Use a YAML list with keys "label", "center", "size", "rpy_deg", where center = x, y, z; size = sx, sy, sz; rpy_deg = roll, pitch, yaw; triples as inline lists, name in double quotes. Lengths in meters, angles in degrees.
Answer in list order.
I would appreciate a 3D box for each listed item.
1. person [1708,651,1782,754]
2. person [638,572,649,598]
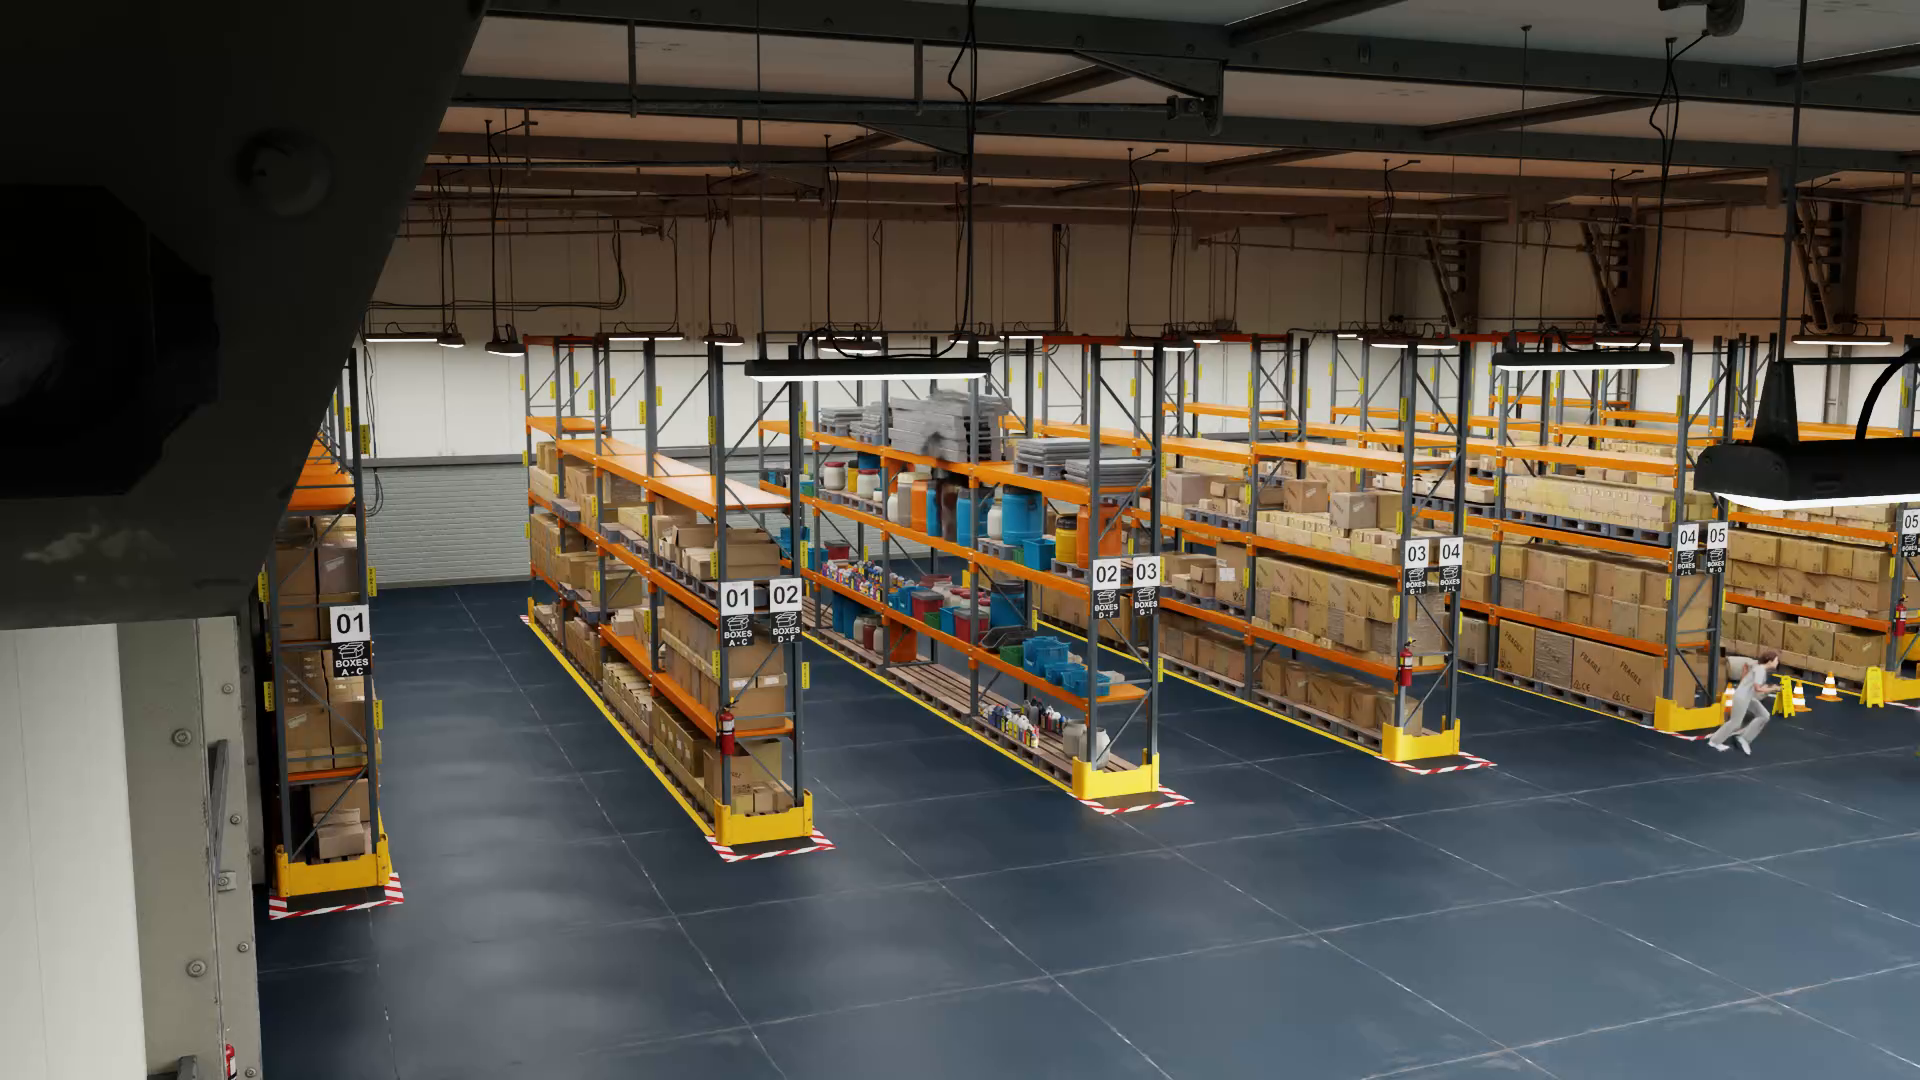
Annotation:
- label: "person"
  center: [11.476, 2.351, 24.280]
  size: [0.934, 1.551, 0.596]
  rpy_deg: [4, 9, 27]
- label: "person"
  center: [-6.783, 0.824, 35.530]
  size: [0.603, 1.606, 0.630]
  rpy_deg: [6, 10, 37]
